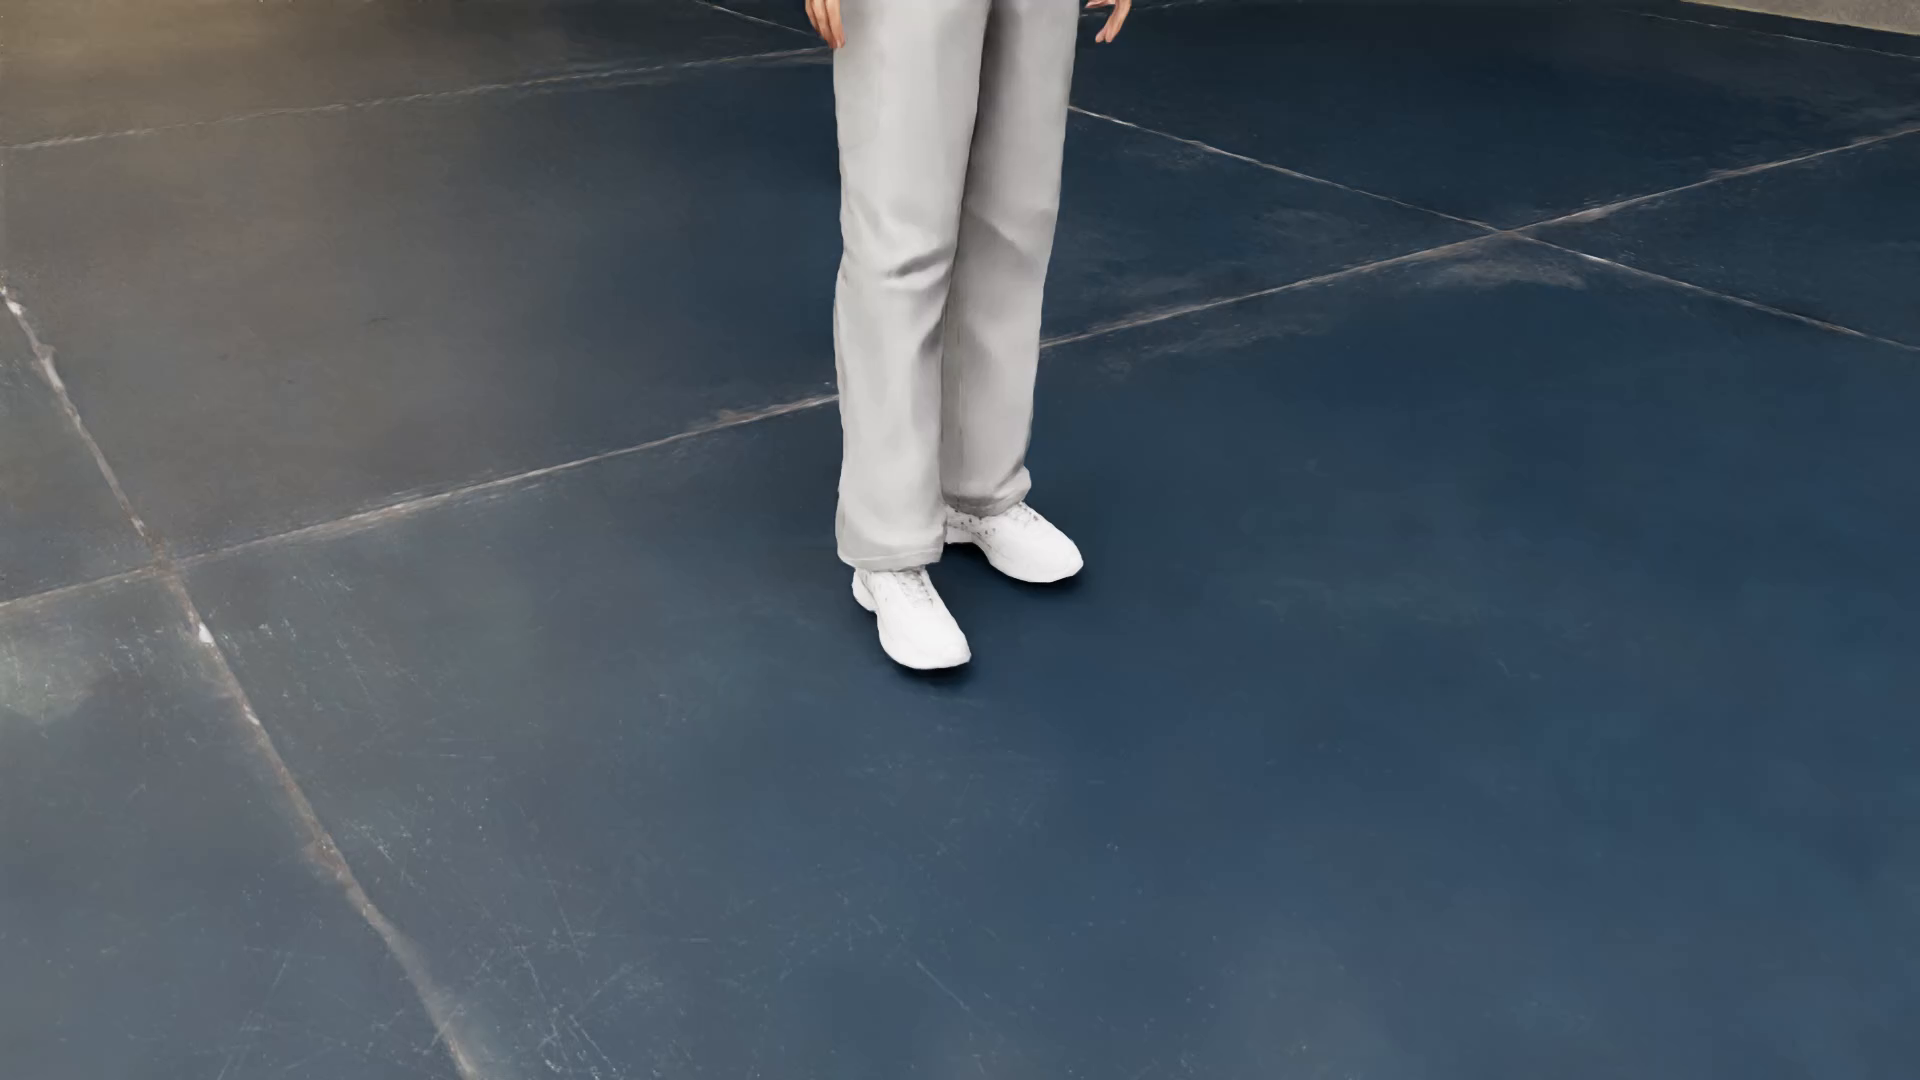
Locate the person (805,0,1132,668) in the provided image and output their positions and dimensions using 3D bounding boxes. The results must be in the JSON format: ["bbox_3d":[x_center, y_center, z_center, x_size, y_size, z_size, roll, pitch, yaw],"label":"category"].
[{"bbox_3d":[0.031,-0.725,2.060,0.550,1.674,0.548,-17,31,-31],"label":"person"}]
